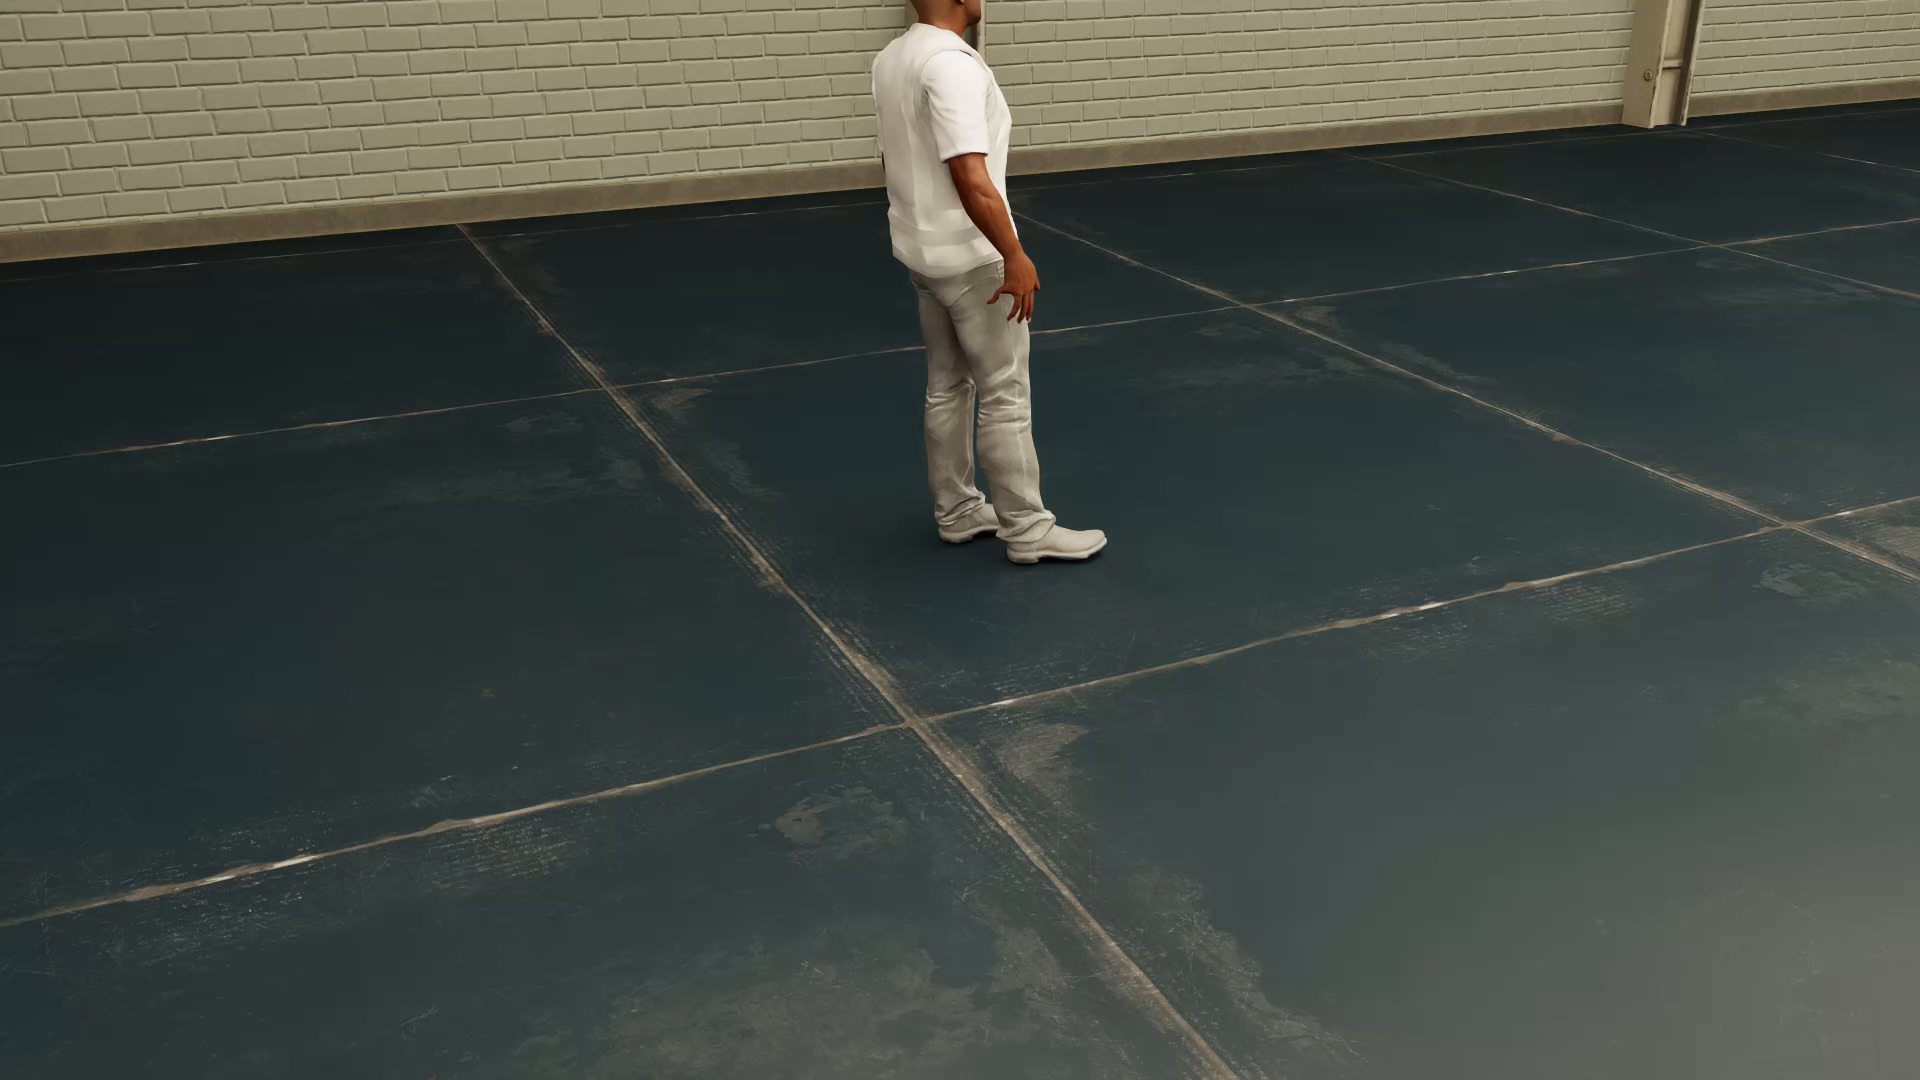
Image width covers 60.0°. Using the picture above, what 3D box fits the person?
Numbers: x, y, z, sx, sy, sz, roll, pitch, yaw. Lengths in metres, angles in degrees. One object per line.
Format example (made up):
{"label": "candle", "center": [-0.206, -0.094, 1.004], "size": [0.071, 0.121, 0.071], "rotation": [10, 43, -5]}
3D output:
{"label": "person", "center": [0.065, -0.831, 4.787], "size": [0.577, 1.765, 0.665], "rotation": [-10, 25, -23]}
